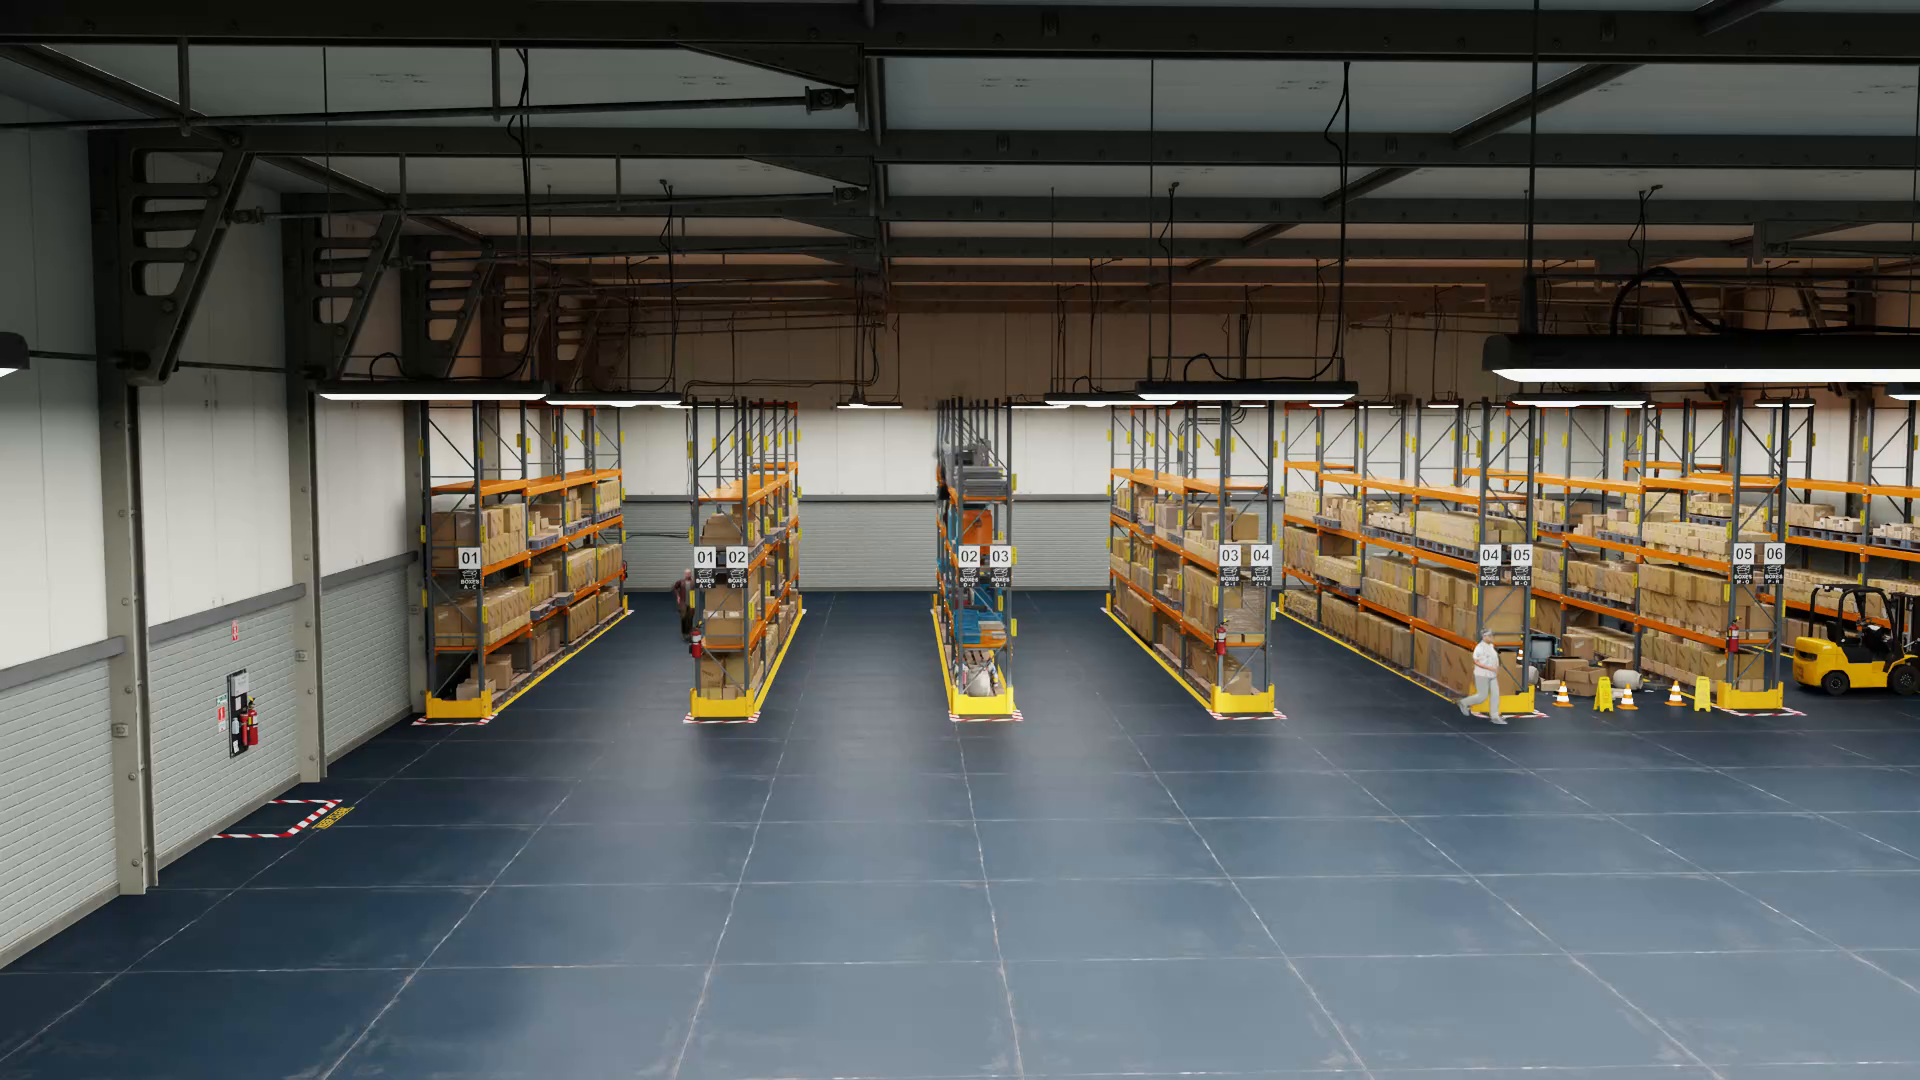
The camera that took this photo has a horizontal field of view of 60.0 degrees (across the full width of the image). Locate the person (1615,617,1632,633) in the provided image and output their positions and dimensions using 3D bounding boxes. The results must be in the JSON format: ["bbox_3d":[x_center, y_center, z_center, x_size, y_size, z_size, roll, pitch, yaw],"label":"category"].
[{"bbox_3d":[17.192,1.550,43.059,0.669,1.683,0.618,-1,4,-9],"label":"person"}]

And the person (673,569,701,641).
[{"bbox_3d":[-6.818,1.637,41.614,0.679,1.816,0.800,-1,5,-12],"label":"person"}]

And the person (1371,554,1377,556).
[{"bbox_3d":[11.646,1.242,46.902,0.672,1.729,0.569,-1,5,-13],"label":"person"}]

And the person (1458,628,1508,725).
[{"bbox_3d":[9.635,2.484,30.541,0.929,1.771,0.674,4,6,45],"label":"person"}]
